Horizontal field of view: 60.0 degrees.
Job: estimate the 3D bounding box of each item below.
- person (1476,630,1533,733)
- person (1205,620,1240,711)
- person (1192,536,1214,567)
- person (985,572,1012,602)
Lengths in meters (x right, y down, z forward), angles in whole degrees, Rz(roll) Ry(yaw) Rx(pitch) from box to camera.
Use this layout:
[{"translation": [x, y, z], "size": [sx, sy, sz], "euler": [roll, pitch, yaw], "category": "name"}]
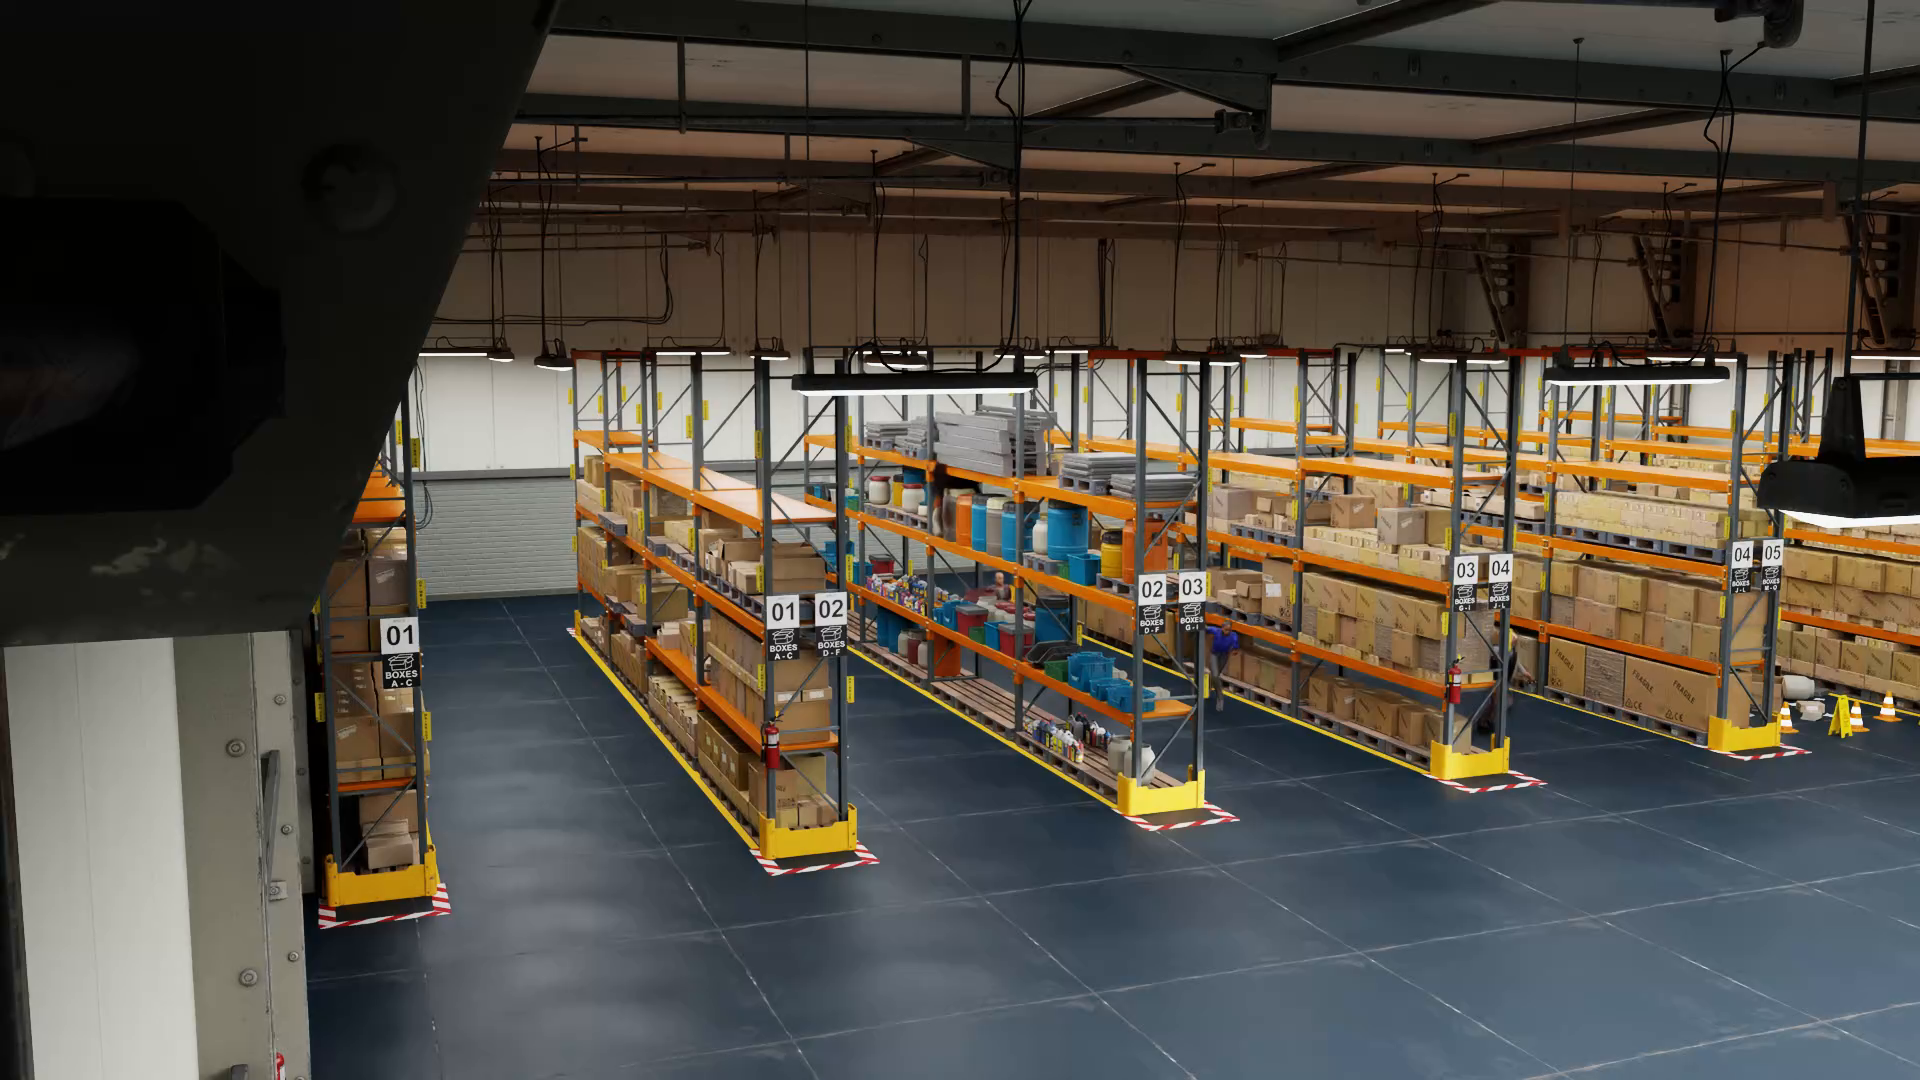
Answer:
[{"translation": [8.581, 2.232, 26.237], "size": [0.824, 1.671, 0.621], "euler": [7, 10, 42], "category": "person"}, {"translation": [4.247, 1.994, 27.284], "size": [0.569, 1.512, 1.082], "euler": [-1, 7, -4], "category": "person"}, {"translation": [6.291, 0.115, 42.822], "size": [0.666, 1.839, 0.810], "euler": [3, 8, 26], "category": "person"}, {"translation": [0.743, 1.421, 32.295], "size": [0.698, 1.624, 0.677], "euler": [-4, 8, -28], "category": "person"}]
